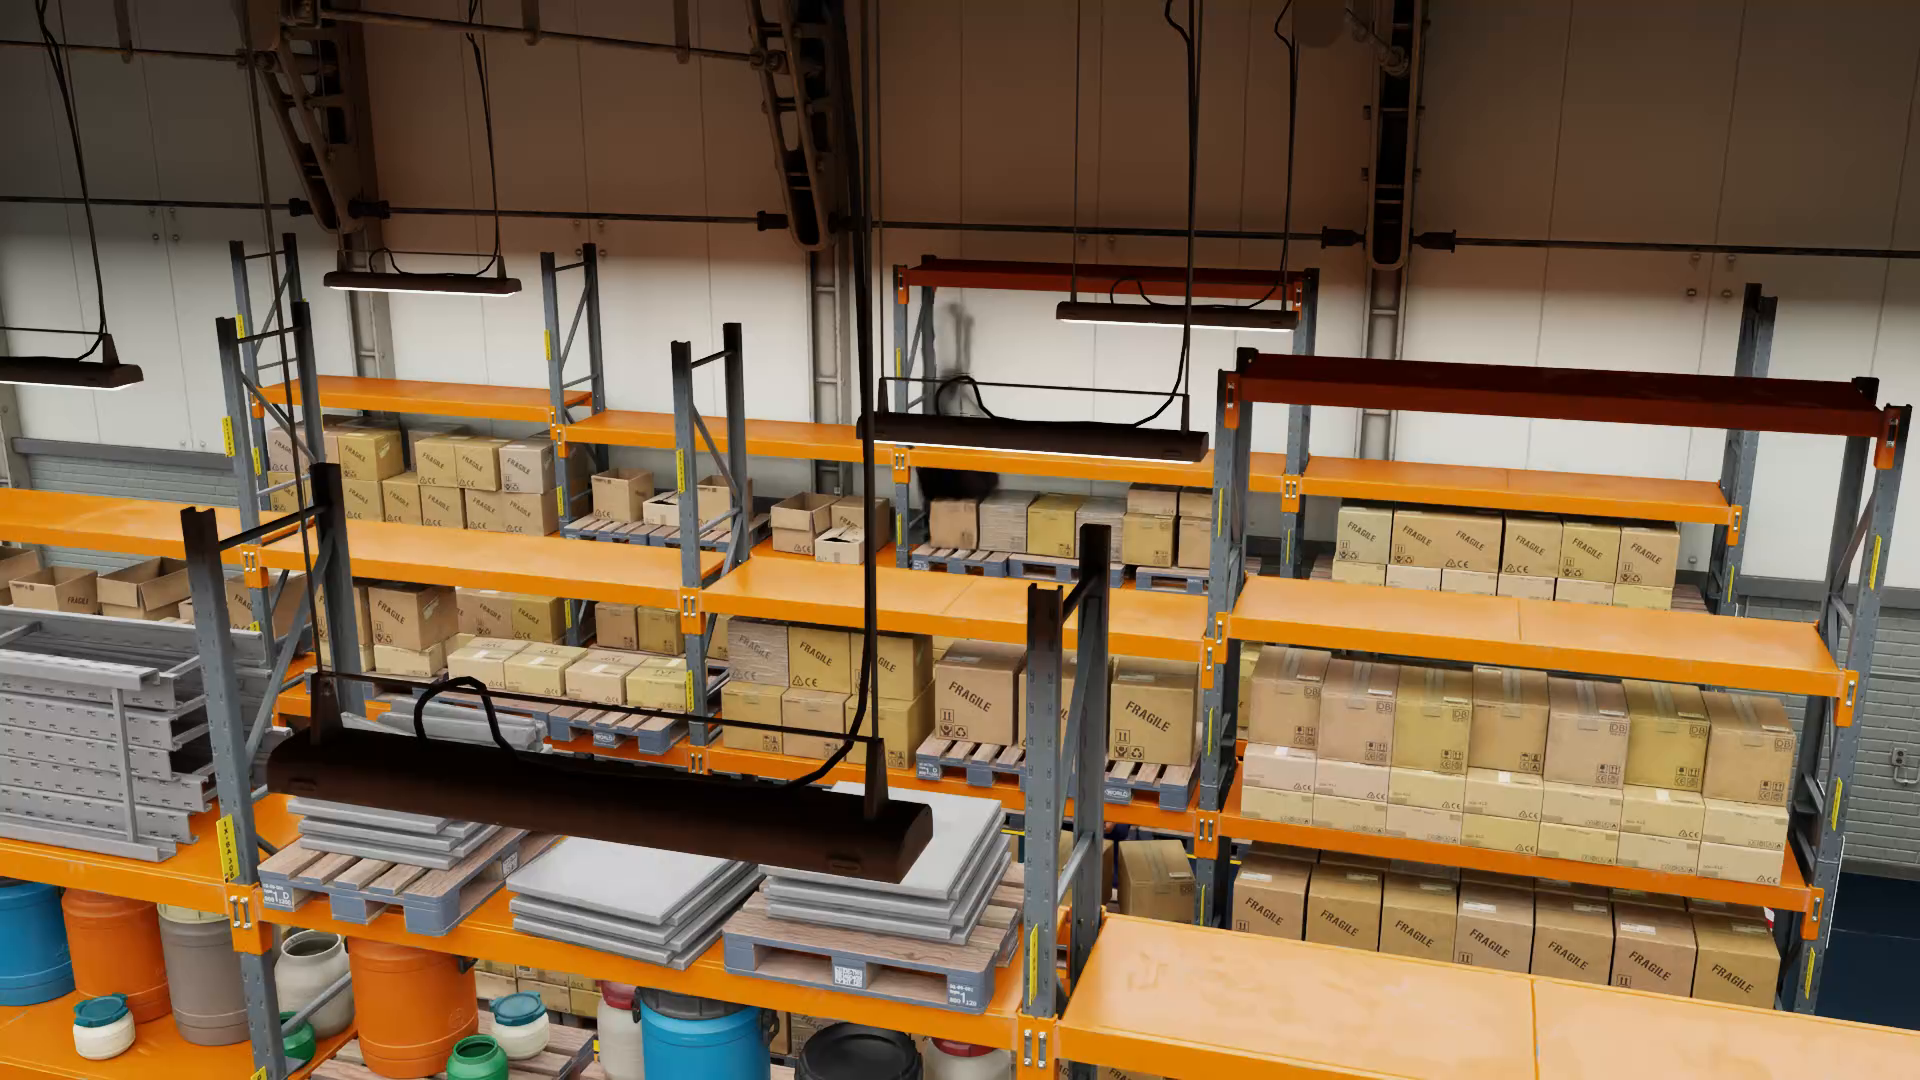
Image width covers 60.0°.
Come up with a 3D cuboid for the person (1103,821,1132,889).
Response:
[{"bbox_3d":[1.383,2.671,15.610,0.577,1.643,0.592,5,17,17],"label":"person"}]
